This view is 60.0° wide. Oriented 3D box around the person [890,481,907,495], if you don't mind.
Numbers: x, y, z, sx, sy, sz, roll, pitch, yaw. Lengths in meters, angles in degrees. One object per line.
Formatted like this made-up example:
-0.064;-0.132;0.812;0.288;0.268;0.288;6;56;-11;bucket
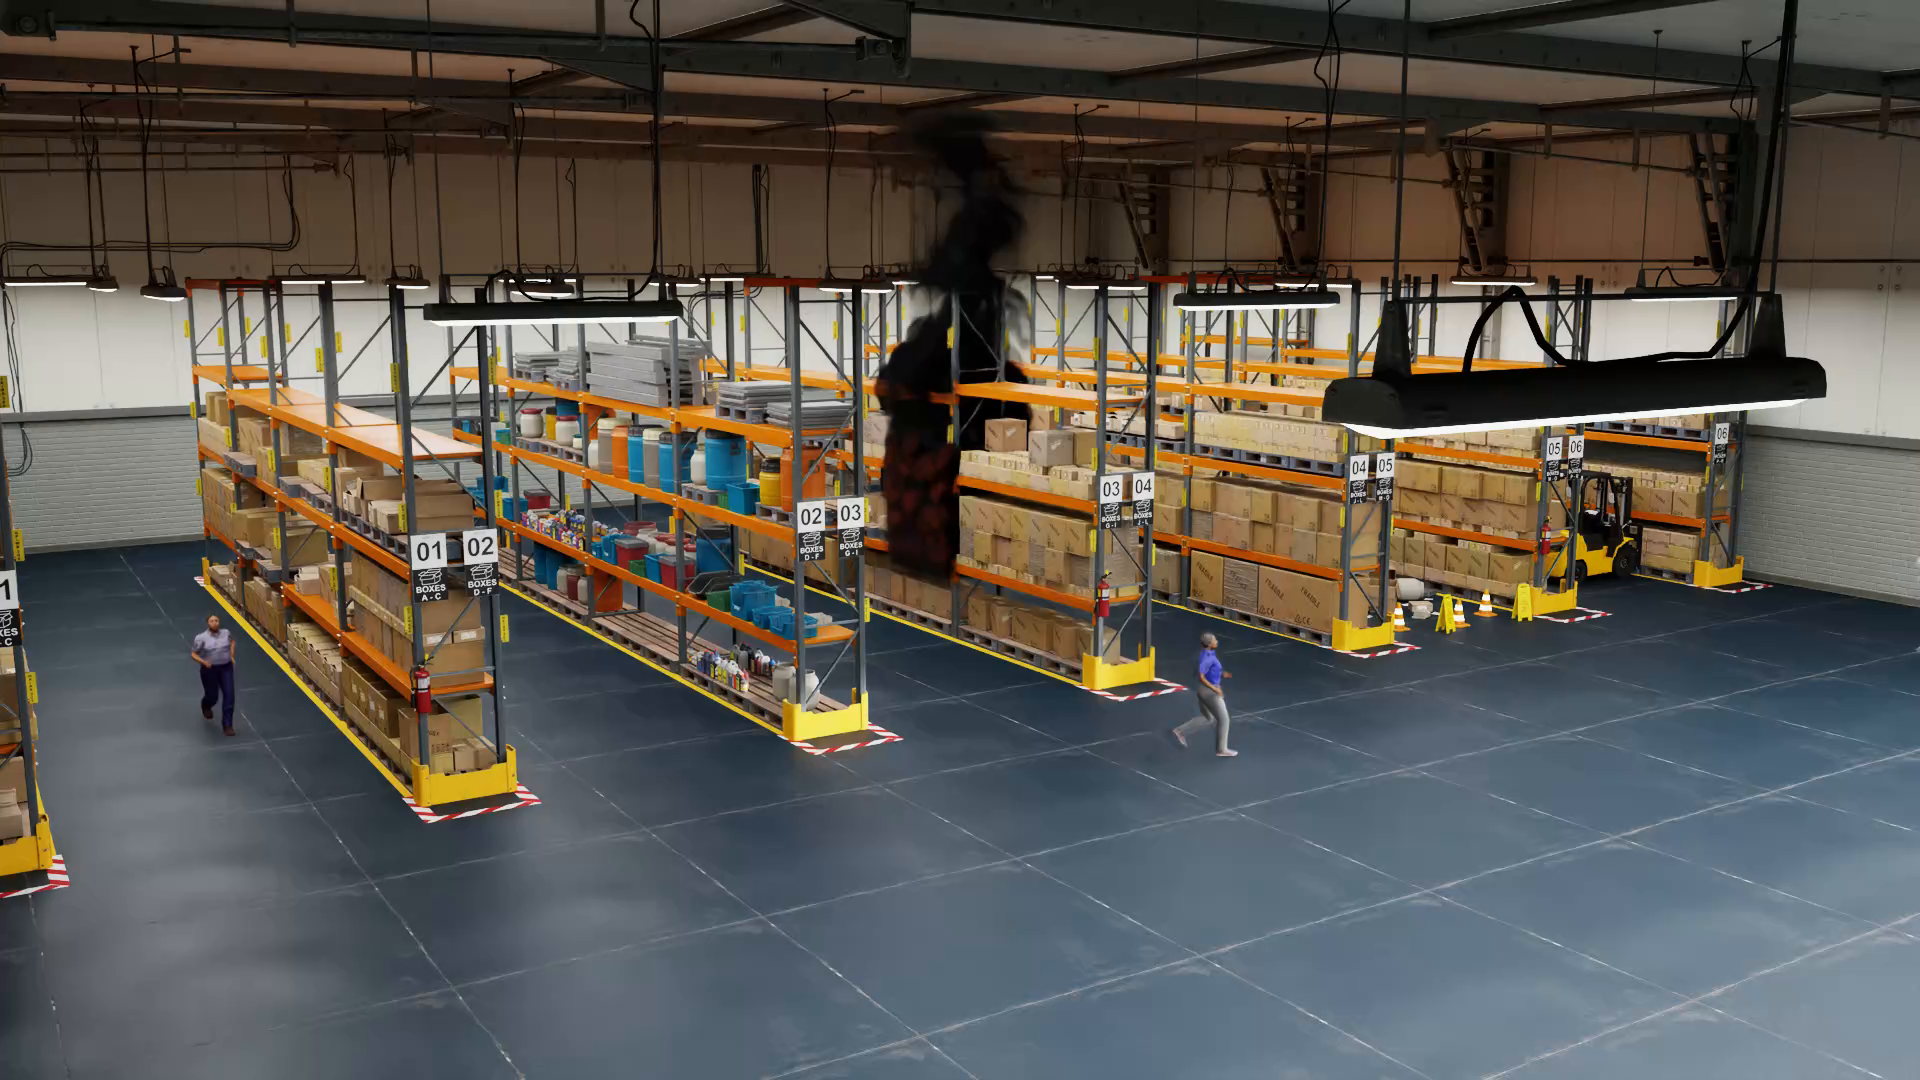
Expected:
-1.584;-1.629;42.471;0.864;1.797;0.706;-5;11;-28;person

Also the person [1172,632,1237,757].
3.164;1.982;21.324;0.834;1.623;0.588;-1;10;-4;person

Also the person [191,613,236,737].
-10.076;1.794;22.539;0.607;1.648;0.841;-8;12;-39;person
